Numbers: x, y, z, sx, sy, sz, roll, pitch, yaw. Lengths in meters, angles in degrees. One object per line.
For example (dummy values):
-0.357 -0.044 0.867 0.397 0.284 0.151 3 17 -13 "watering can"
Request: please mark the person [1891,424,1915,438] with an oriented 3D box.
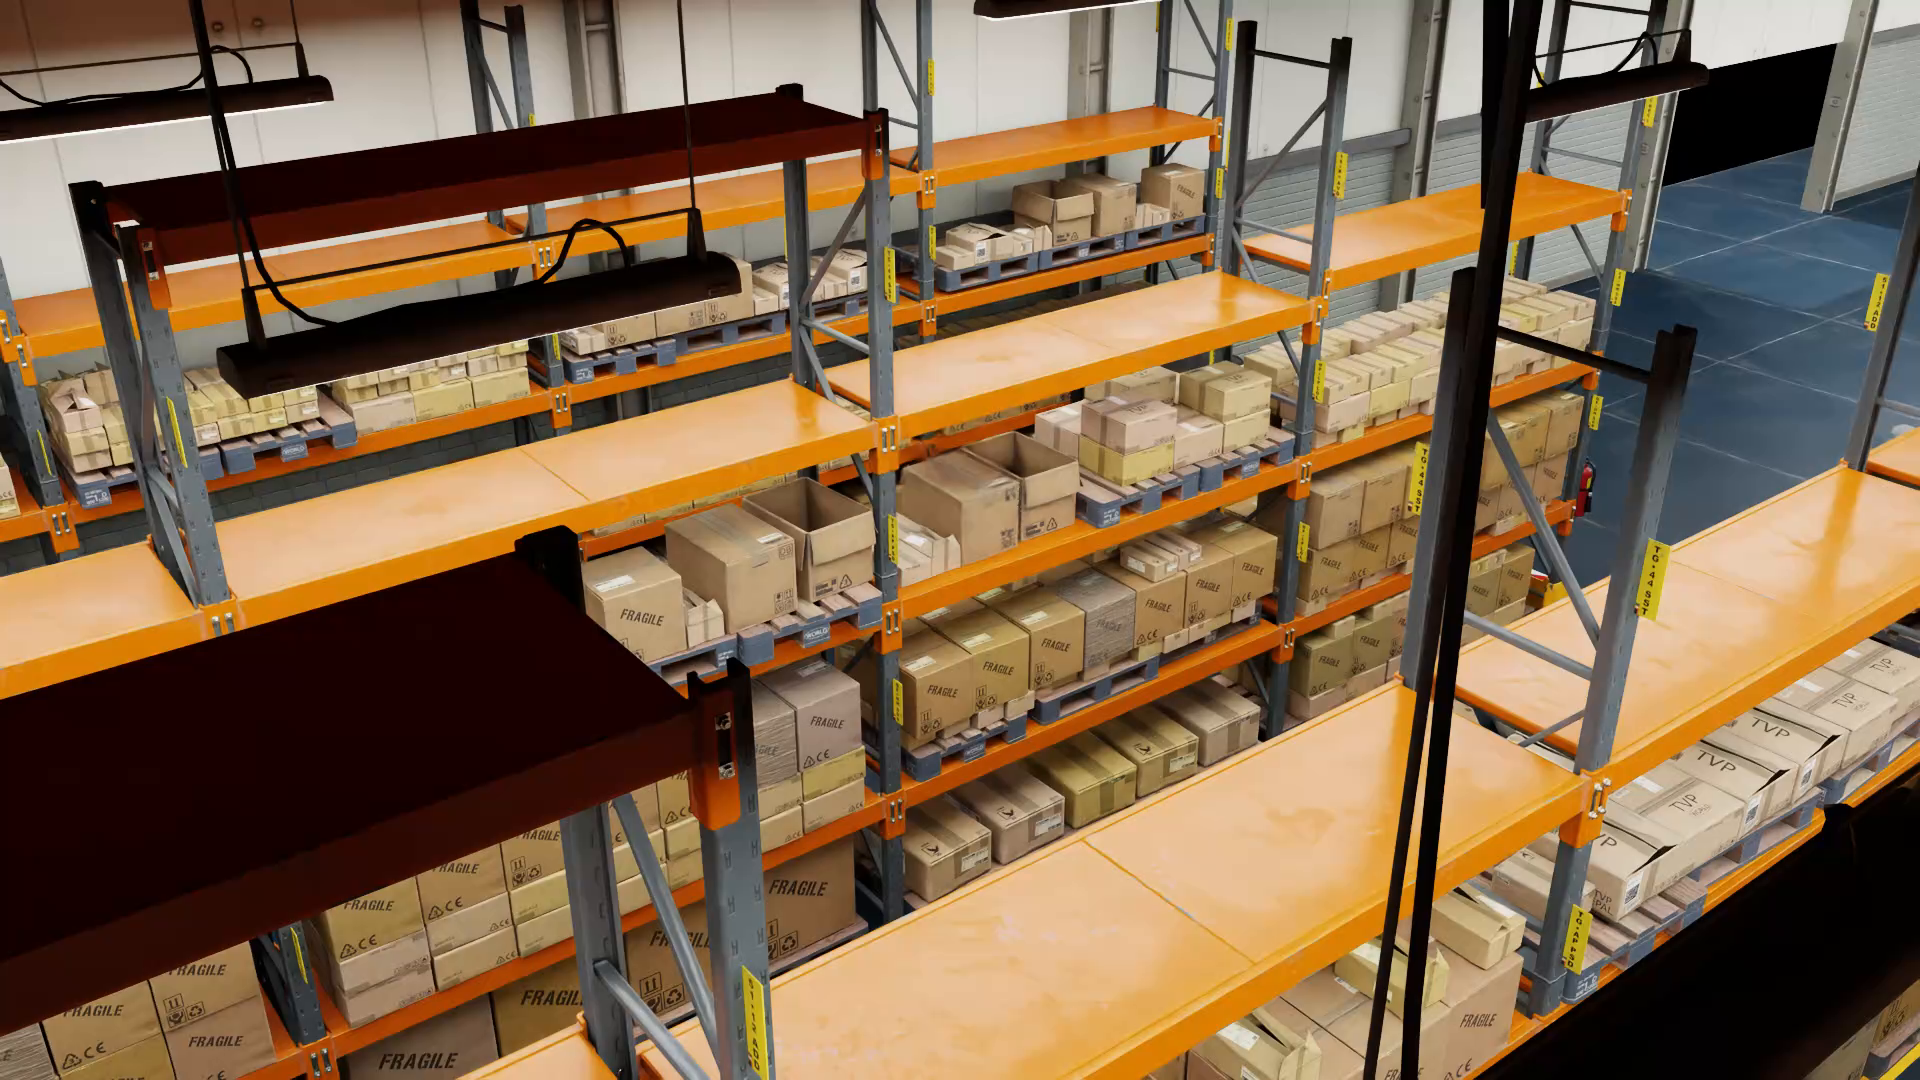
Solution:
9.424 -0.324 16.926 0.510 1.654 0.563 16 30 30 "person"
